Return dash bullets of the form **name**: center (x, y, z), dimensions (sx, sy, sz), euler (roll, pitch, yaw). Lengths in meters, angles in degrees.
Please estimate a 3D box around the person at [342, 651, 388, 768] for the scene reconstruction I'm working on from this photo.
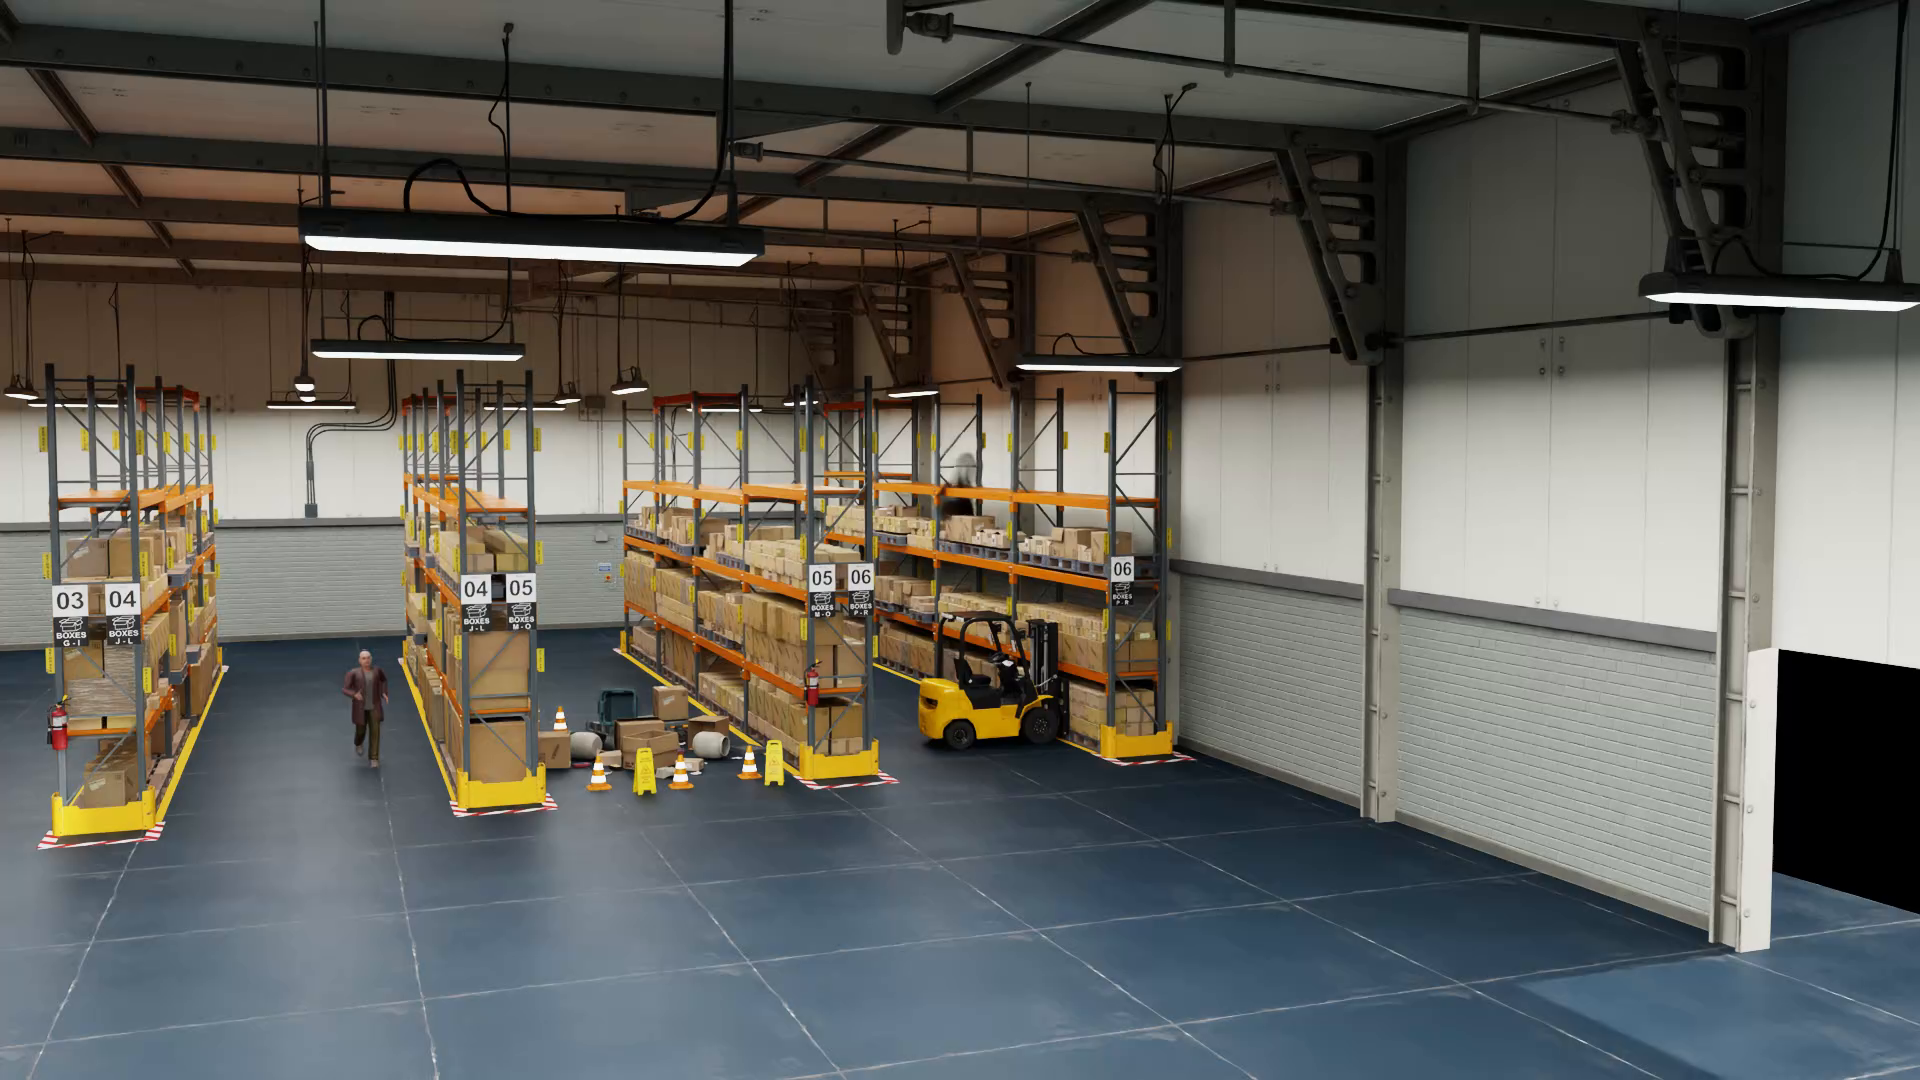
- **person**: center (-9.205, 2.600, 25.807), dimensions (0.718, 1.764, 1.024), euler (-2, 4, -31)
